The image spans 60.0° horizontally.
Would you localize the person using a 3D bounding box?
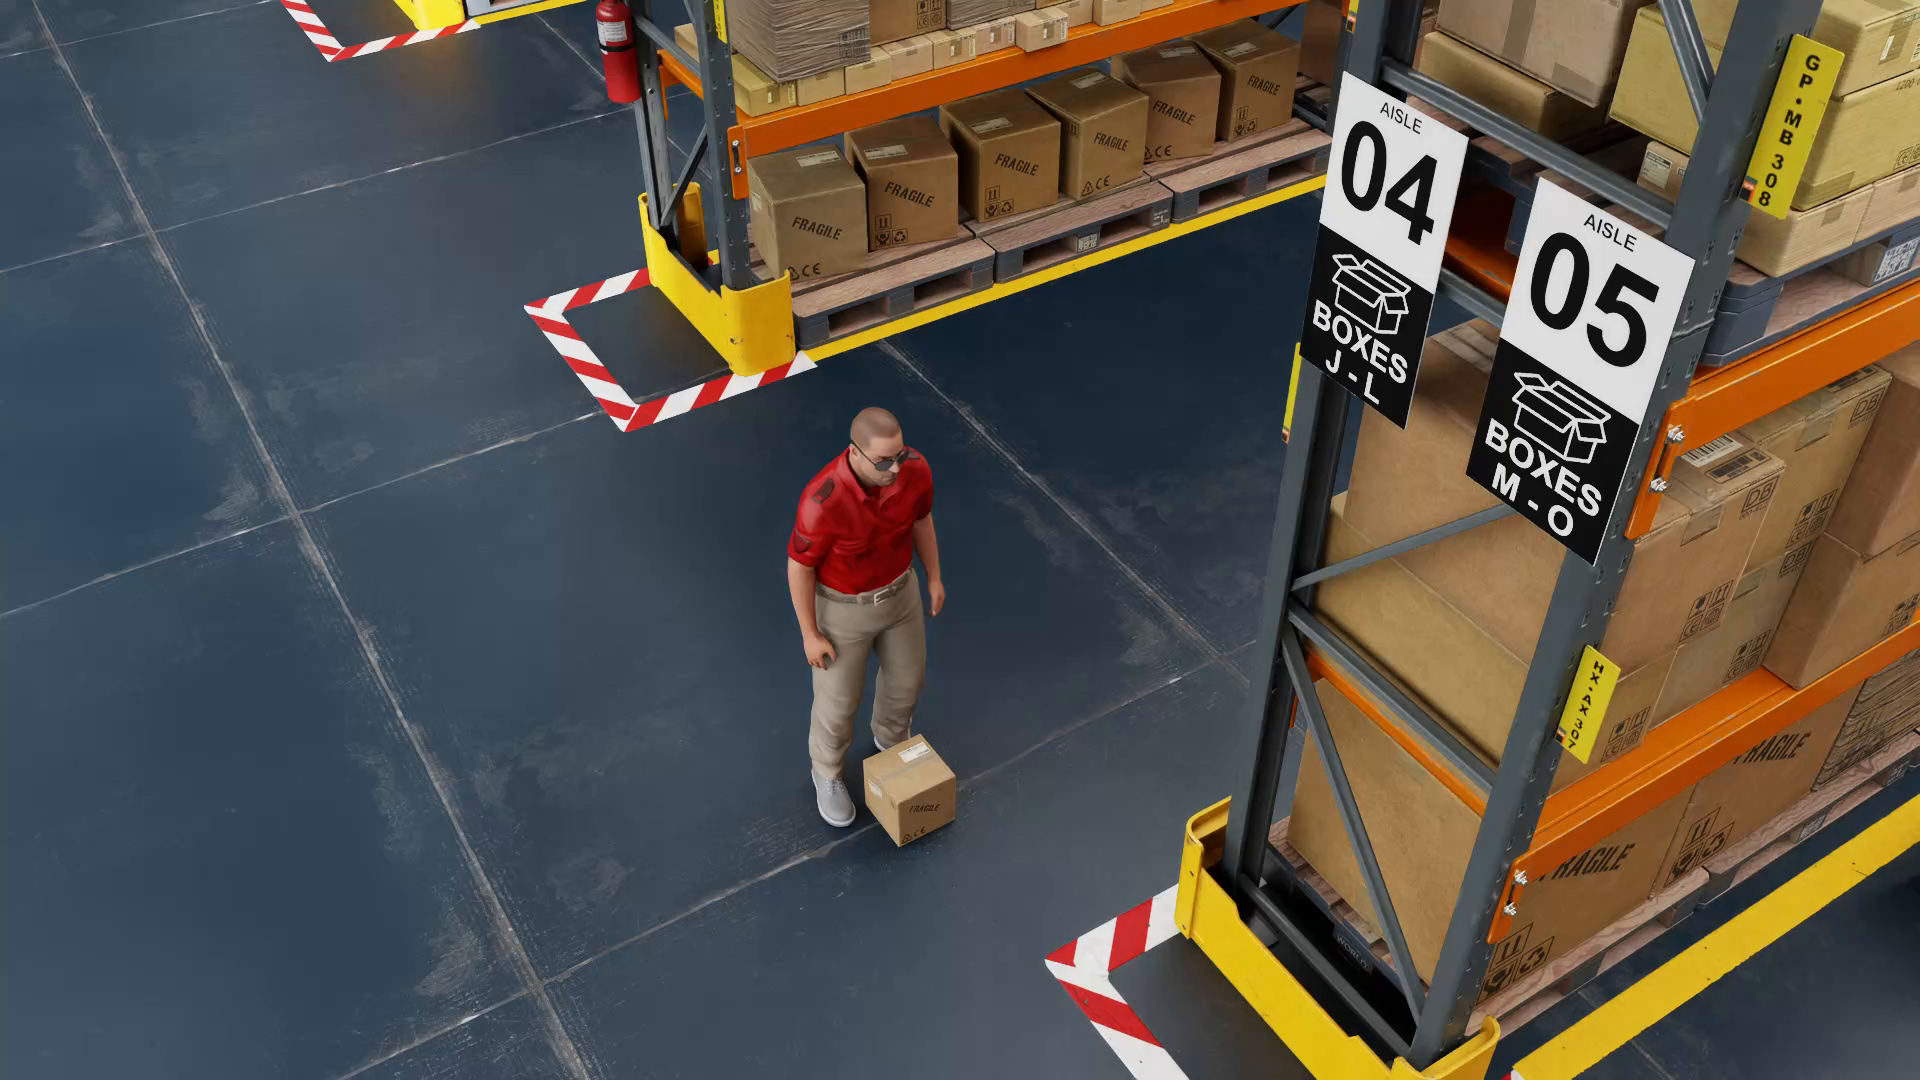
[{"bbox_3d":[-0.329,0.302,5.950,0.593,1.552,0.385,-25,46,-26],"label":"person"}]
